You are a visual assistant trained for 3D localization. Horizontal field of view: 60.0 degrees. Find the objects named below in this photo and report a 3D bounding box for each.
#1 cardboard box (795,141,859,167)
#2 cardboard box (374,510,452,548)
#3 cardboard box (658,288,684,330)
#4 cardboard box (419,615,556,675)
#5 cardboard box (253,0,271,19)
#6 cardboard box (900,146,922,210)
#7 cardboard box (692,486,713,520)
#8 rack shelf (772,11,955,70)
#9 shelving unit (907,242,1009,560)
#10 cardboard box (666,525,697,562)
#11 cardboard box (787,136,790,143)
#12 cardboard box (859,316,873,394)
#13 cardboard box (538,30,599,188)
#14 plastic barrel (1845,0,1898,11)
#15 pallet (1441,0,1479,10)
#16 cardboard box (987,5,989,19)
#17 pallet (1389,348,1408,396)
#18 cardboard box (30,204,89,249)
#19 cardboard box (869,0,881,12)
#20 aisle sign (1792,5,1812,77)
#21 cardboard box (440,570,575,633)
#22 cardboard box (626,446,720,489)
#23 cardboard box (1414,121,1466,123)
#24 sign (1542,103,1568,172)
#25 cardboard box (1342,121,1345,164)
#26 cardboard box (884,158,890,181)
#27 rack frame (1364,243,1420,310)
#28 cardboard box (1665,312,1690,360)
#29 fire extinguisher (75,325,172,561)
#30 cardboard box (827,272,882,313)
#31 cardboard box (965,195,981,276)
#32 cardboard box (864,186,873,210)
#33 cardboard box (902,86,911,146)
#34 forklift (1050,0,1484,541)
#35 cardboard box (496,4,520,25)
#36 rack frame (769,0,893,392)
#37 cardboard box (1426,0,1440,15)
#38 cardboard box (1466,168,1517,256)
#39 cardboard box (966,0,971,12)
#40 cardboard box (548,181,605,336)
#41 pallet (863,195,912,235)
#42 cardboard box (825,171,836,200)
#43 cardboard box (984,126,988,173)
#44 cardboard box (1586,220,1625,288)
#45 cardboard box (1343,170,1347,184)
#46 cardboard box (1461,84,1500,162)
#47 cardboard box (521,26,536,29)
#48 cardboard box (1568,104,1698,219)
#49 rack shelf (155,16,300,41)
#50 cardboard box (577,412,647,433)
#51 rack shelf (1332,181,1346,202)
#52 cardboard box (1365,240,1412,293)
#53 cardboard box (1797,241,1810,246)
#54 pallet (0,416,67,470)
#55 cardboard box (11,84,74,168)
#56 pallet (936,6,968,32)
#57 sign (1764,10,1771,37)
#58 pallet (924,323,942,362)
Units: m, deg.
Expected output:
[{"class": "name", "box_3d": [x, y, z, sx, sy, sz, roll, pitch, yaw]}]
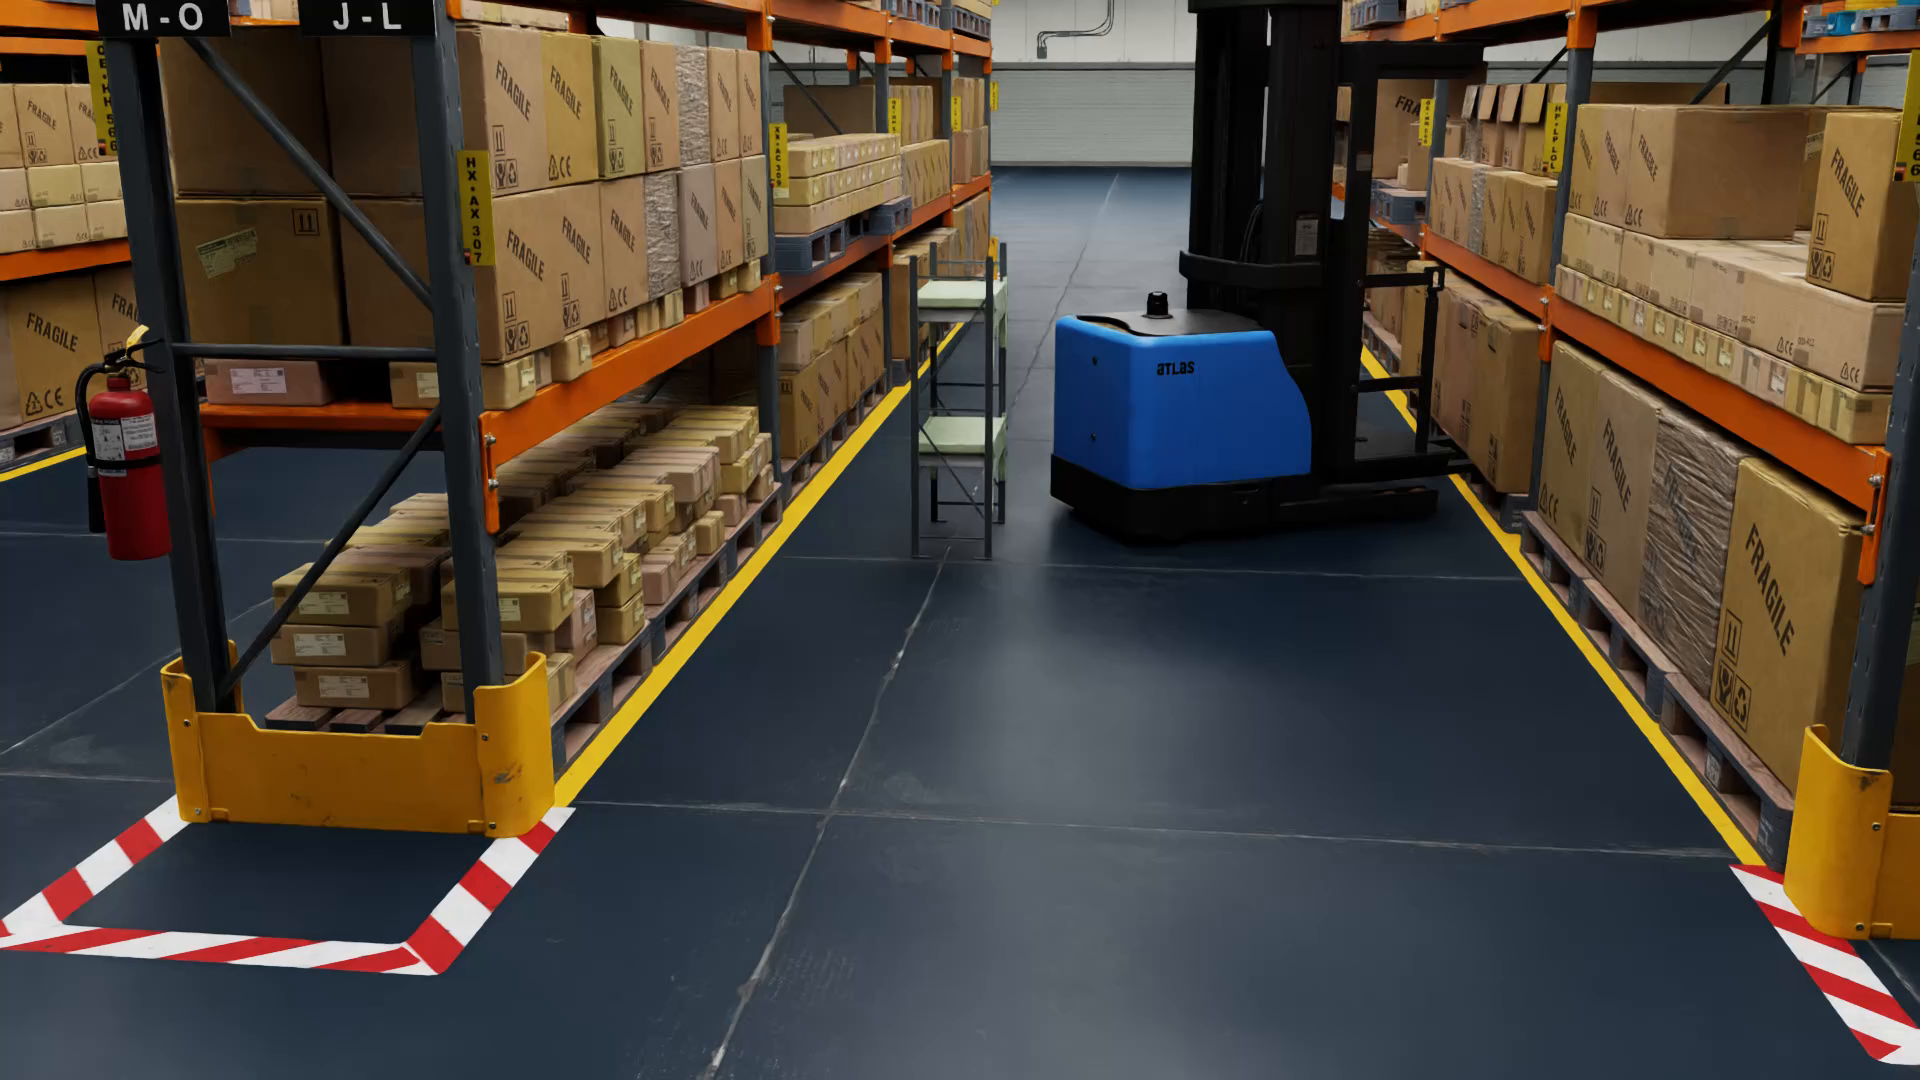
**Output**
[{"class": "cardboard box", "box_3d": [-0.838, -2.384, 10.270, 0.380, 0.149, 0.250, 2, 15, 8]}, {"class": "cardboard box", "box_3d": [-2.047, -0.012, 6.478, 0.380, 0.149, 0.250, 1, 15, 4]}, {"class": "cardboard box", "box_3d": [-1.389, -0.982, 7.027, 0.380, 0.149, 0.250, 2, 15, 7]}, {"class": "cardboard box", "box_3d": [-1.621, 0.347, 5.718, 0.380, 0.149, 0.250, 2, 15, 9]}, {"class": "cardboard box", "box_3d": [-5.729, -4.275, 13.235, 0.396, 0.266, 0.258, 2, 15, 6]}, {"class": "cardboard box", "box_3d": [-0.602, -3.049, 13.998, 0.500, 0.500, 0.500, 2, 15, 6]}, {"class": "cardboard box", "box_3d": [-1.370, -0.201, 7.747, 0.380, 0.149, 0.250, 2, 15, 8]}, {"class": "rack shelf", "box_3d": [-0.807, -4.248, 14.259, 1.077, 0.370, 4.000, 2, 15, 6]}, {"class": "shelving unit", "box_3d": [0.001, -0.726, 8.473, 0.431, 1.500, 0.755, 2, 15, 6]}, {"class": "cardboard box", "box_3d": [-1.403, 0.028, 7.470, 0.380, 0.149, 0.250, 2, 15, 7]}, {"class": "cardboard box", "box_3d": [-1.368, -2.682, 11.370, 0.380, 0.149, 0.250, 1, 15, 4]}, {"class": "cardboard box", "box_3d": [-0.910, -1.312, 11.752, 0.500, 0.500, 0.500, 2, 15, 9]}, {"class": "cardboard box", "box_3d": [-1.571, -1.468, 5.669, 0.500, 0.500, 0.500, 2, 15, 8]}, {"class": "plastic barrel", "box_3d": [9.706, -5.828, 17.557, 0.600, 0.588, 0.600, 0, 15, 0]}, {"class": "pallet", "box_3d": [3.864, -3.645, 11.011, 1.213, 0.211, 1.003, 2, 15, 9]}, {"class": "cardboard box", "box_3d": [0.140, -6.120, 19.287, 0.380, 0.149, 0.250, 2, 15, 7]}, {"class": "pallet", "box_3d": [3.974, -1.313, 13.114, 1.003, 0.211, 1.213, 2, 15, 6]}, {"class": "cardboard box", "box_3d": [-5.972, -2.012, 10.643, 0.500, 0.250, 0.500, 2, 15, 6]}, {"class": "cardboard box", "box_3d": [-0.845, -3.970, 11.658, 0.500, 0.500, 0.500, 2, 15, 6]}, {"class": "aisle sign", "box_3d": [9.425, -5.668, 18.896, 0.394, 0.787, 0.004, 2, 15, 6]}, {"class": "cardboard box", "box_3d": [-1.539, 0.206, 5.670, 0.380, 0.149, 0.250, 1, 15, 4]}, {"class": "cardboard box", "box_3d": [-1.322, -0.335, 7.672, 0.380, 0.149, 0.250, 1, 15, 4]}, {"class": "cardboard box", "box_3d": [4.232, -3.294, 14.097, 0.797, 0.503, 0.637, 3, 15, 12]}, {"class": "sign", "box_3d": [2.892, -1.953, 8.073, 0.100, 0.325, 0.005, 2, 15, 6]}, {"class": "cardboard box", "box_3d": [4.760, -4.448, 18.605, 0.875, 0.500, 0.500, 2, 15, 6]}, {"class": "cardboard box", "box_3d": [-0.692, -2.575, 11.545, 0.380, 0.149, 0.250, 2, 15, 8]}, {"class": "rack frame", "box_3d": [4.335, -3.494, 15.838, 1.000, 3.000, 0.127, 2, 15, 6]}, {"class": "cardboard box", "box_3d": [2.867, -0.759, 6.204, 0.380, 0.149, 0.250, 2, 15, 7]}, {"class": "fire extinguisher", "box_3d": [-2.423, -0.285, 4.832, 0.296, 0.674, 0.183, 2, 15, 6]}, {"class": "cardboard box", "box_3d": [-0.850, -1.802, 12.127, 0.500, 0.250, 0.500, 1, 15, 5]}, {"class": "cardboard box", "box_3d": [-0.238, -3.475, 19.032, 0.875, 0.875, 0.875, 1, 15, 5]}, {"class": "cardboard box", "box_3d": [-0.782, -2.236, 10.863, 0.380, 0.149, 0.250, 2, 15, 8]}, {"class": "cardboard box", "box_3d": [-0.803, -3.673, 14.392, 0.700, 0.500, 0.500, 2, 15, 6]}, {"class": "forklift", "box_3d": [2.075, -1.637, 9.100, 3.031, 2.935, 1.130, -6, 16, -21]}, {"class": "cardboard box", "box_3d": [-5.071, -5.675, 17.873, 0.500, 0.250, 0.500, 2, 15, 7]}, {"class": "rack frame", "box_3d": [-1.033, -2.629, 12.638, 1.000, 3.000, 0.127, 2, 15, 6]}, {"class": "cardboard box", "box_3d": [3.694, -3.963, 12.112, 0.500, 0.250, 0.500, 2, 15, 6]}, {"class": "cardboard box", "box_3d": [3.390, -1.991, 10.085, 0.500, 0.500, 0.500, 2, 15, 6]}, {"class": "cardboard box", "box_3d": [-0.090, -5.593, 17.337, 0.380, 0.149, 0.250, 1, 15, 5]}, {"class": "cardboard box", "box_3d": [-1.575, -0.994, 5.830, 0.500, 0.500, 0.500, 2, 15, 6]}, {"class": "pallet", "box_3d": [-1.007, -2.348, 11.968, 1.213, 0.211, 1.003, 2, 15, 6]}, {"class": "cardboard box", "box_3d": [-0.927, -2.039, 9.565, 0.380, 0.149, 0.250, 2, 15, 8]}, {"class": "cardboard box", "box_3d": [-0.127, -4.679, 19.931, 0.875, 0.550, 0.550, 2, 15, 6]}, {"class": "cardboard box", "box_3d": [3.058, -1.247, 7.246, 0.500, 0.250, 0.500, 2, 15, 6]}, {"class": "cardboard box", "box_3d": [4.251, -3.826, 17.546, 0.380, 0.149, 0.250, 2, 15, 6]}, {"class": "cardboard box", "box_3d": [3.785, -2.800, 11.157, 0.797, 0.503, 0.637, 2, 15, 8]}, {"class": "cardboard box", "box_3d": [-4.951, -5.650, 18.544, 0.380, 0.149, 0.250, 2, 15, 6]}, {"class": "cardboard box", "box_3d": [3.125, -1.736, 7.616, 0.500, 0.500, 0.500, 2, 15, 6]}, {"class": "rack shelf", "box_3d": [-5.737, -4.368, 14.701, 1.077, 0.370, 4.000, 2, 15, 6]}, {"class": "cardboard box", "box_3d": [-1.819, -0.552, 8.476, 0.380, 0.149, 0.250, 2, 15, 9]}, {"class": "rack shelf", "box_3d": [4.561, -3.666, 17.850, 1.077, 0.370, 4.000, 2, 15, 6]}, {"class": "cardboard box", "box_3d": [4.469, -2.905, 17.643, 0.500, 0.500, 0.500, 0, 15, 1]}, {"class": "cardboard box", "box_3d": [3.470, -0.970, 6.221, 0.500, 0.250, 0.500, 1, 15, 5]}, {"class": "pallet", "box_3d": [-6.402, -0.567, 10.356, 1.003, 0.211, 1.213, 2, 15, 6]}, {"class": "cardboard box", "box_3d": [-5.990, -2.611, 10.463, 0.500, 0.500, 0.500, 1, 15, 5]}, {"class": "pallet", "box_3d": [-0.479, -5.284, 16.879, 1.003, 0.211, 1.213, 2, 15, 6]}, {"class": "sign", "box_3d": [9.162, -5.855, 18.806, 0.100, 0.325, 0.005, 2, 15, 6]}, {"class": "pallet", "box_3d": [-0.729, -1.801, 14.917, 1.003, 0.211, 1.213, 2, 15, 6]}]
